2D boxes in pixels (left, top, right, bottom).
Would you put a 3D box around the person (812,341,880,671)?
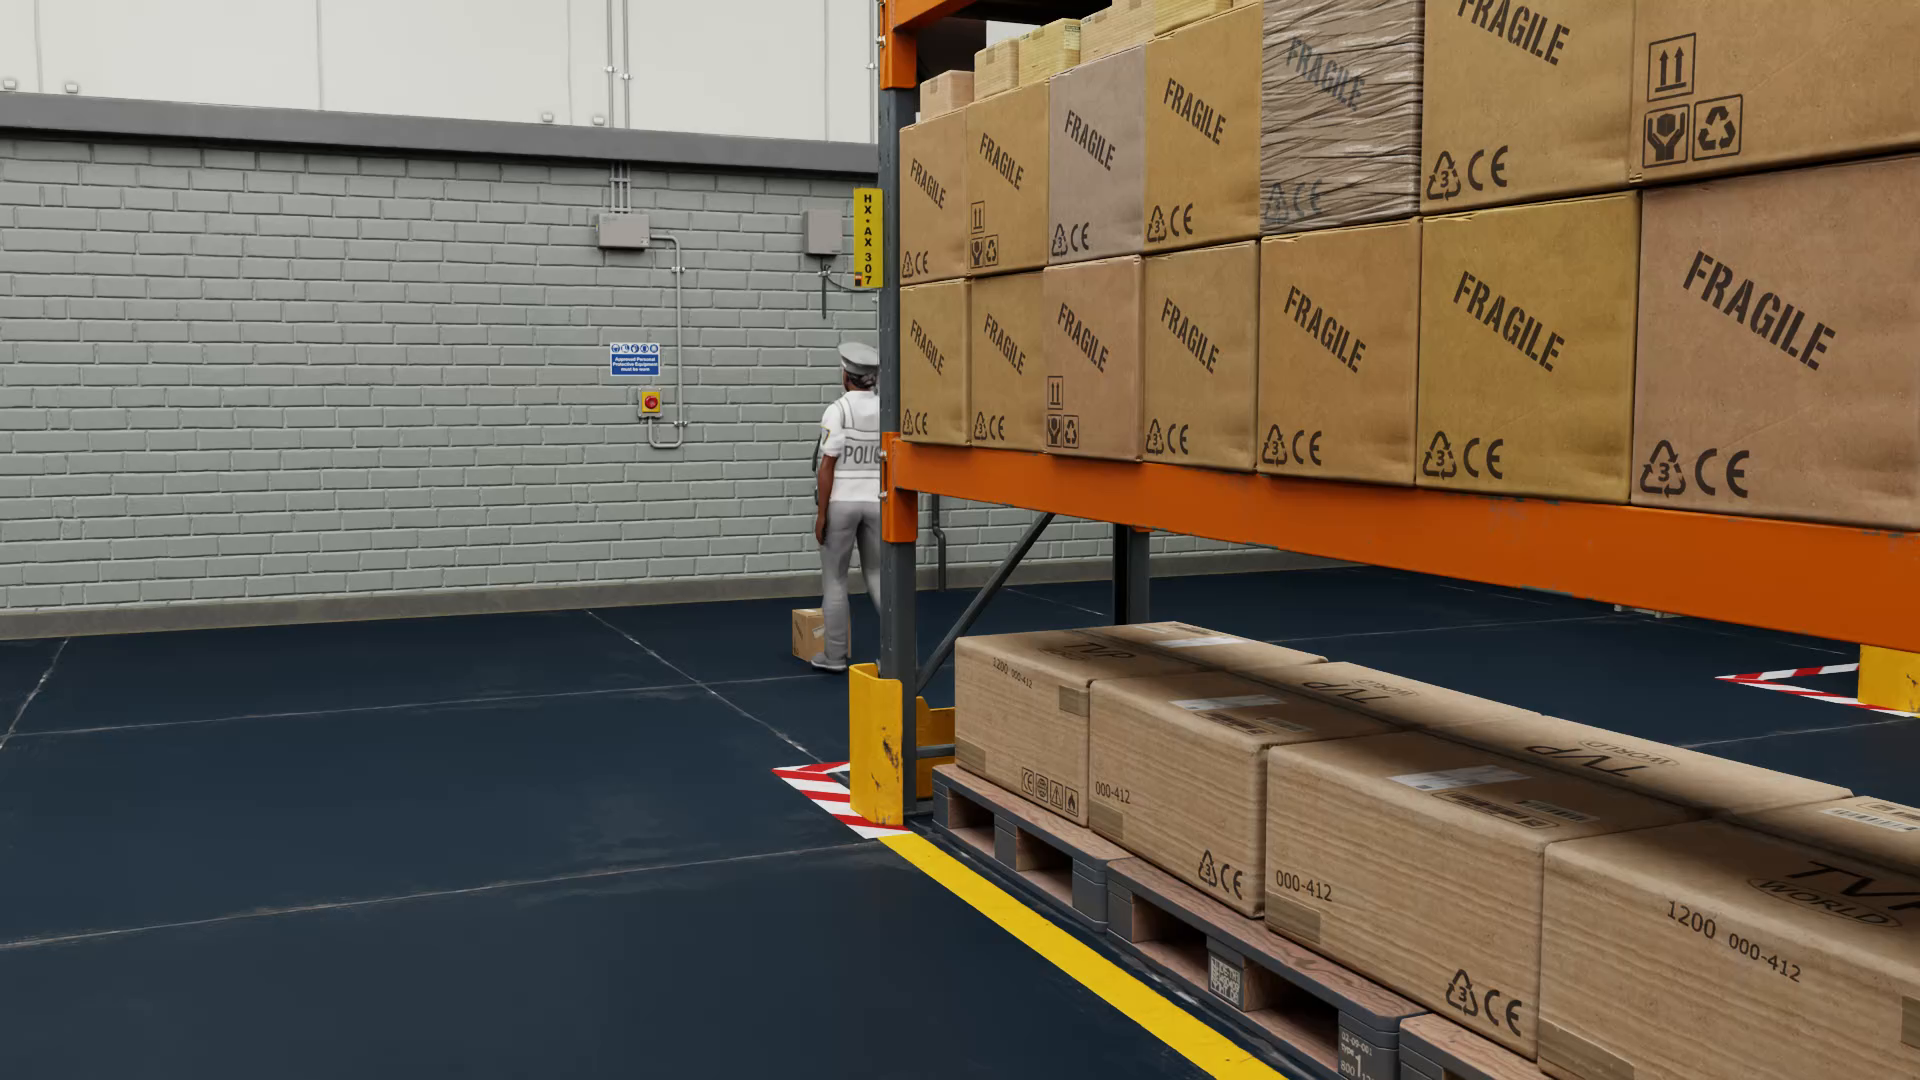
[{"bbox_3d":[-0.529,-0.165,8.473,0.465,1.685,0.623,-3,6,-30],"label":"person"}]
